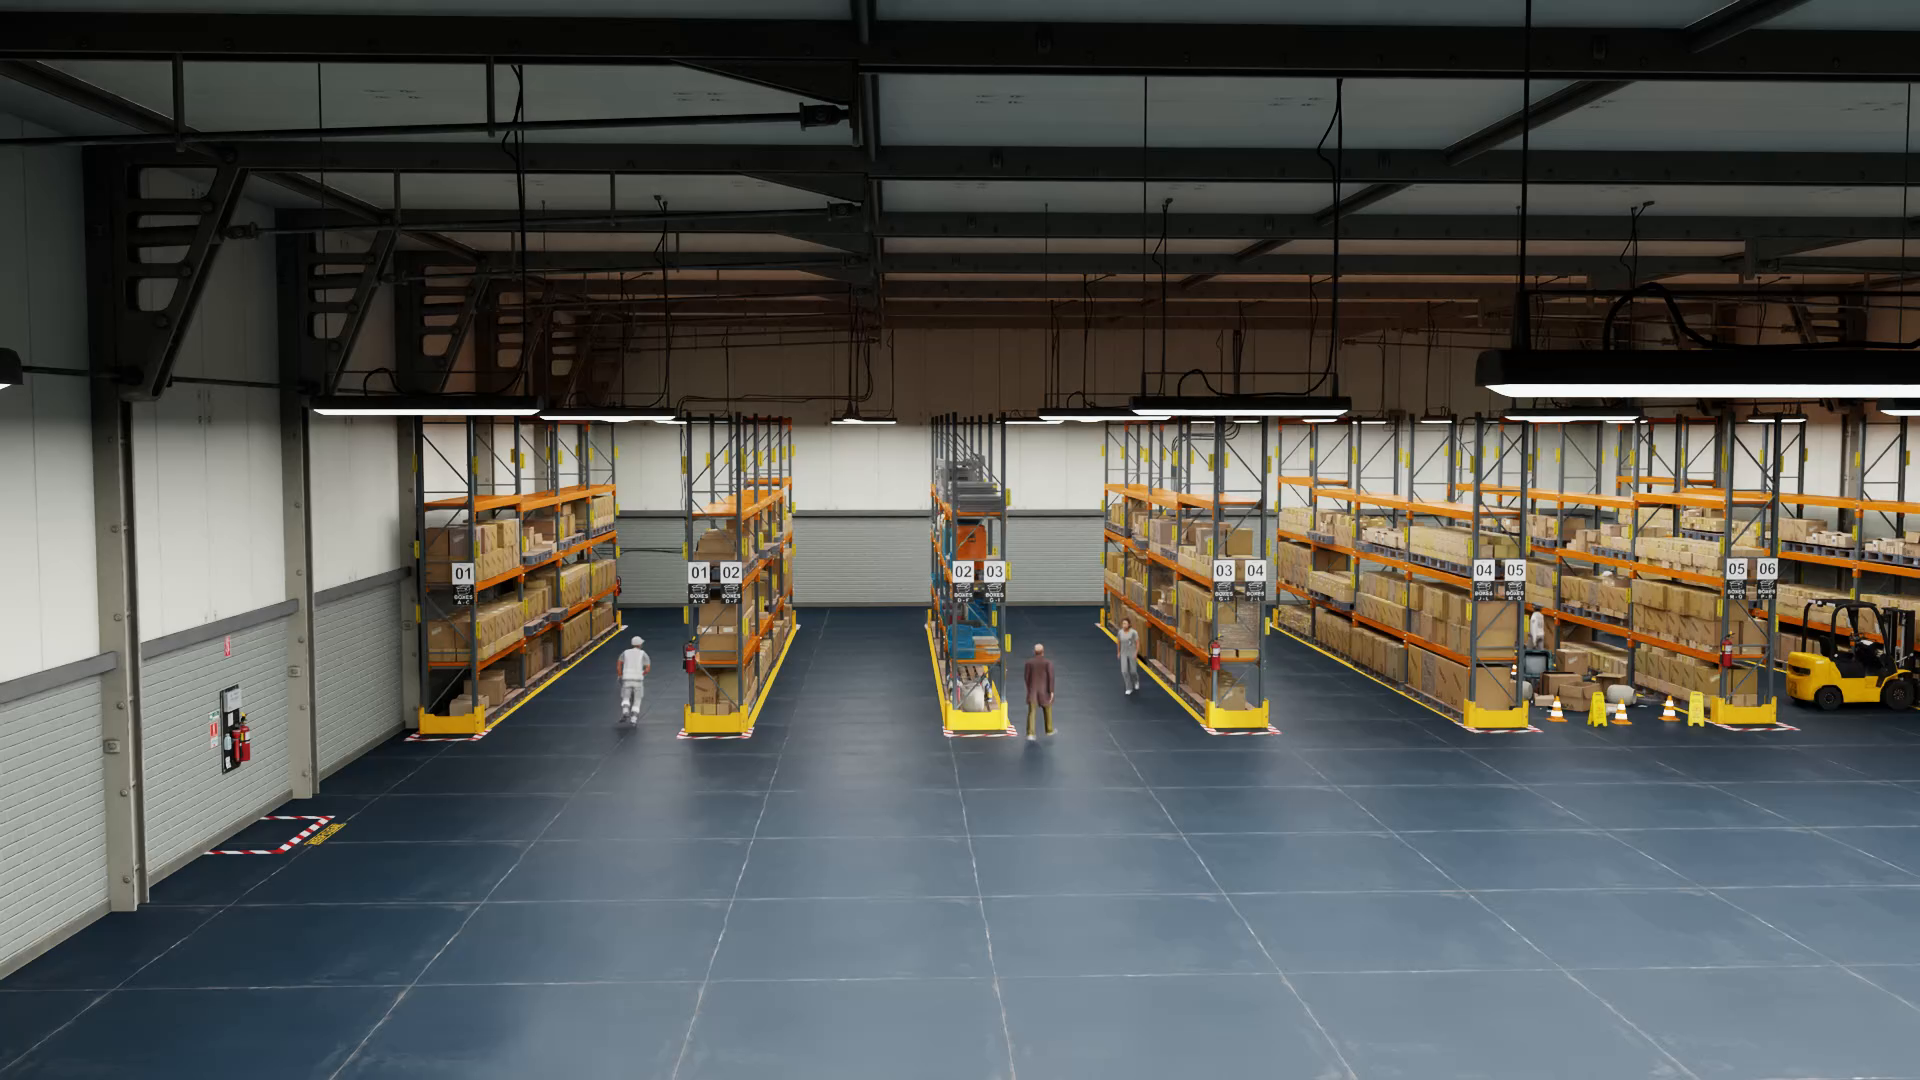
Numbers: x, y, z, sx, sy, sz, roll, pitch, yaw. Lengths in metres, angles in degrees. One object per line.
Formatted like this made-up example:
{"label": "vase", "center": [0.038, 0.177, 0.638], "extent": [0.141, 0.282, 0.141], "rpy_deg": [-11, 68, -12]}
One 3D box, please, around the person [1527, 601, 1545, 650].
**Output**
{"label": "person", "center": [13.364, 2.292, 38.468], "extent": [0.471, 1.727, 0.591], "rpy_deg": [-1, 4, -16]}

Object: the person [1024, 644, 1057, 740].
{"label": "person", "center": [1.467, 2.756, 30.406], "extent": [0.592, 1.722, 1.063], "rpy_deg": [1, 4, 17]}

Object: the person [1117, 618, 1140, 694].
{"label": "person", "center": [3.653, 2.470, 35.851], "extent": [0.500, 1.643, 0.648], "rpy_deg": [1, 4, 18]}

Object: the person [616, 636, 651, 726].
{"label": "person", "center": [-6.292, 2.710, 32.038], "extent": [0.658, 1.679, 0.774], "rpy_deg": [0, 4, -1]}

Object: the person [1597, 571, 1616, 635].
{"label": "person", "center": [17.853, 1.751, 45.655], "extent": [0.540, 1.789, 0.561], "rpy_deg": [-3, 5, -33]}
